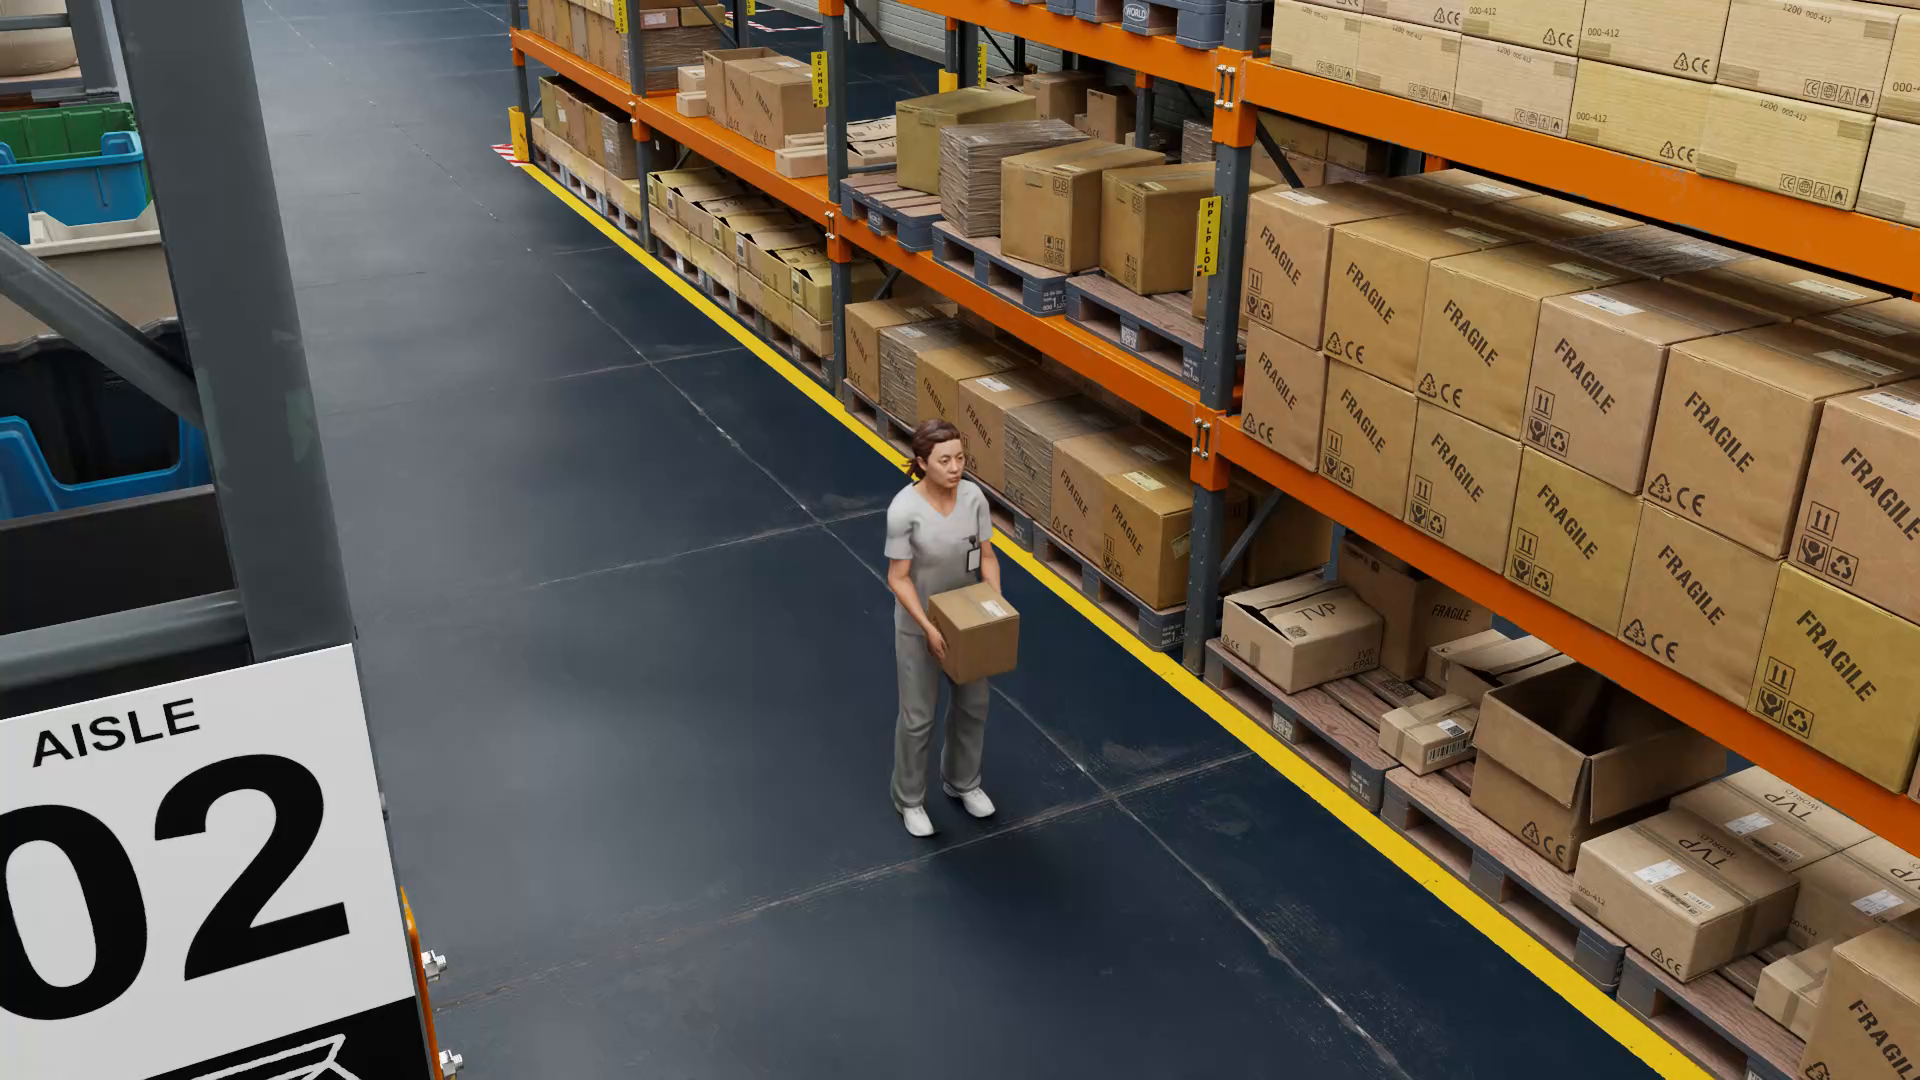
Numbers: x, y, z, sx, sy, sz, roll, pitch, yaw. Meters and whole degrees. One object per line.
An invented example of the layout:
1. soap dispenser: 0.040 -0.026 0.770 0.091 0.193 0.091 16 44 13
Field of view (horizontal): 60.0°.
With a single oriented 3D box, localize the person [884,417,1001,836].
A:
1. person: -0.047 0.349 6.384 0.463 1.674 0.490 -13 29 -26
